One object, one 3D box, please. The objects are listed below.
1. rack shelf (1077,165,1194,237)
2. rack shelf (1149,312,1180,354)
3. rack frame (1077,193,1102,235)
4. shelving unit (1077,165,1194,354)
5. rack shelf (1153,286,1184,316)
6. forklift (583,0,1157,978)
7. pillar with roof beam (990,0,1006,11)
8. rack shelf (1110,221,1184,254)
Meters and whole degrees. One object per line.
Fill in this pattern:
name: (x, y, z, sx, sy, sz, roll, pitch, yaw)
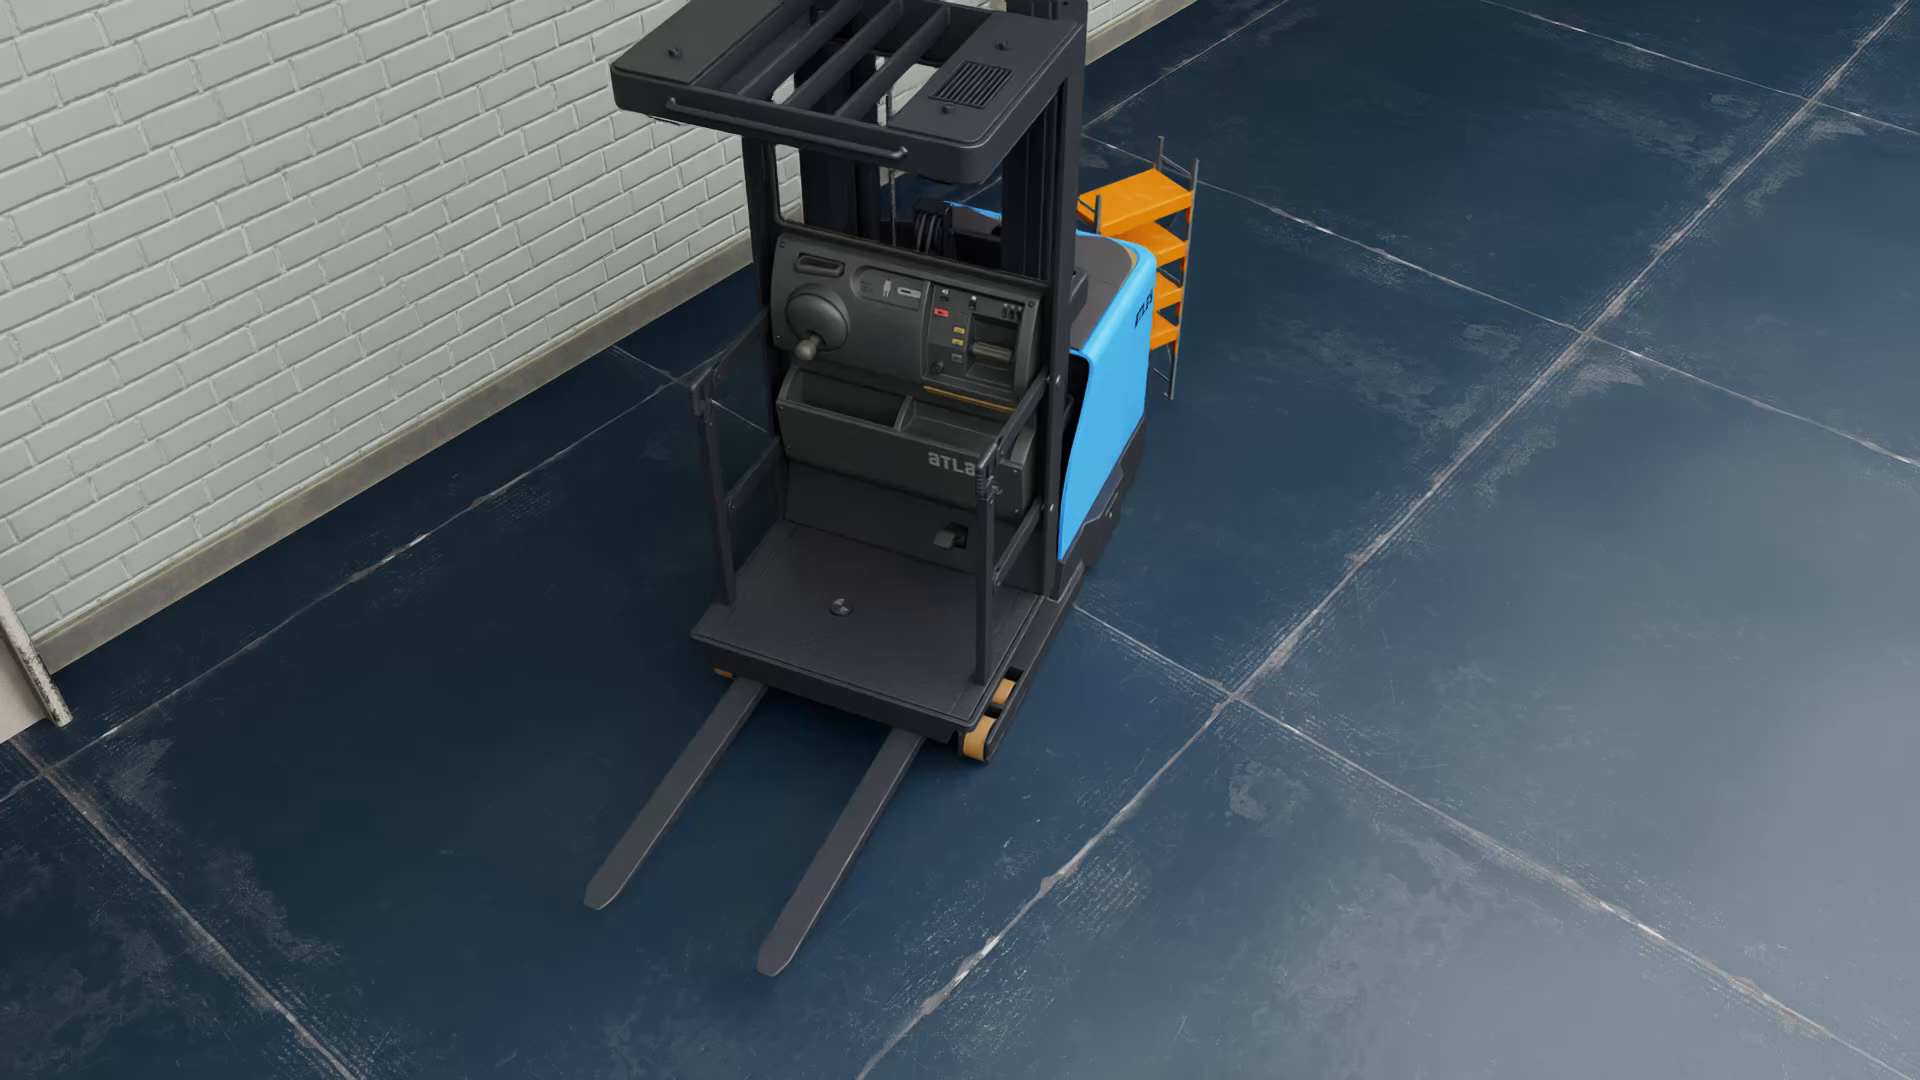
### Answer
rack shelf: (0.678, -1.336, 6.743, 0.480, 0.148, 0.258, -25, 48, -25)
rack shelf: (0.678, -0.848, 7.186, 0.480, 0.148, 0.258, -25, 48, -25)
rack frame: (0.476, -0.953, 6.906, 0.015, 1.200, 0.240, -25, 48, -25)
shelving unit: (0.673, -1.043, 7.005, 0.492, 1.200, 0.258, -25, 48, -25)
rack shelf: (0.678, -0.995, 7.052, 0.480, 0.148, 0.258, -25, 48, -25)
forklift: (-0.272, -0.634, 5.268, 1.130, 2.935, 3.031, 16, 45, 17)
pillar with roof beam: (3.695, -3.871, 4.318, 9.100, 9.000, 0.400, 29, 50, 28)
rack shelf: (0.678, -1.200, 6.866, 0.457, 0.021, 0.221, -25, 48, -25)
